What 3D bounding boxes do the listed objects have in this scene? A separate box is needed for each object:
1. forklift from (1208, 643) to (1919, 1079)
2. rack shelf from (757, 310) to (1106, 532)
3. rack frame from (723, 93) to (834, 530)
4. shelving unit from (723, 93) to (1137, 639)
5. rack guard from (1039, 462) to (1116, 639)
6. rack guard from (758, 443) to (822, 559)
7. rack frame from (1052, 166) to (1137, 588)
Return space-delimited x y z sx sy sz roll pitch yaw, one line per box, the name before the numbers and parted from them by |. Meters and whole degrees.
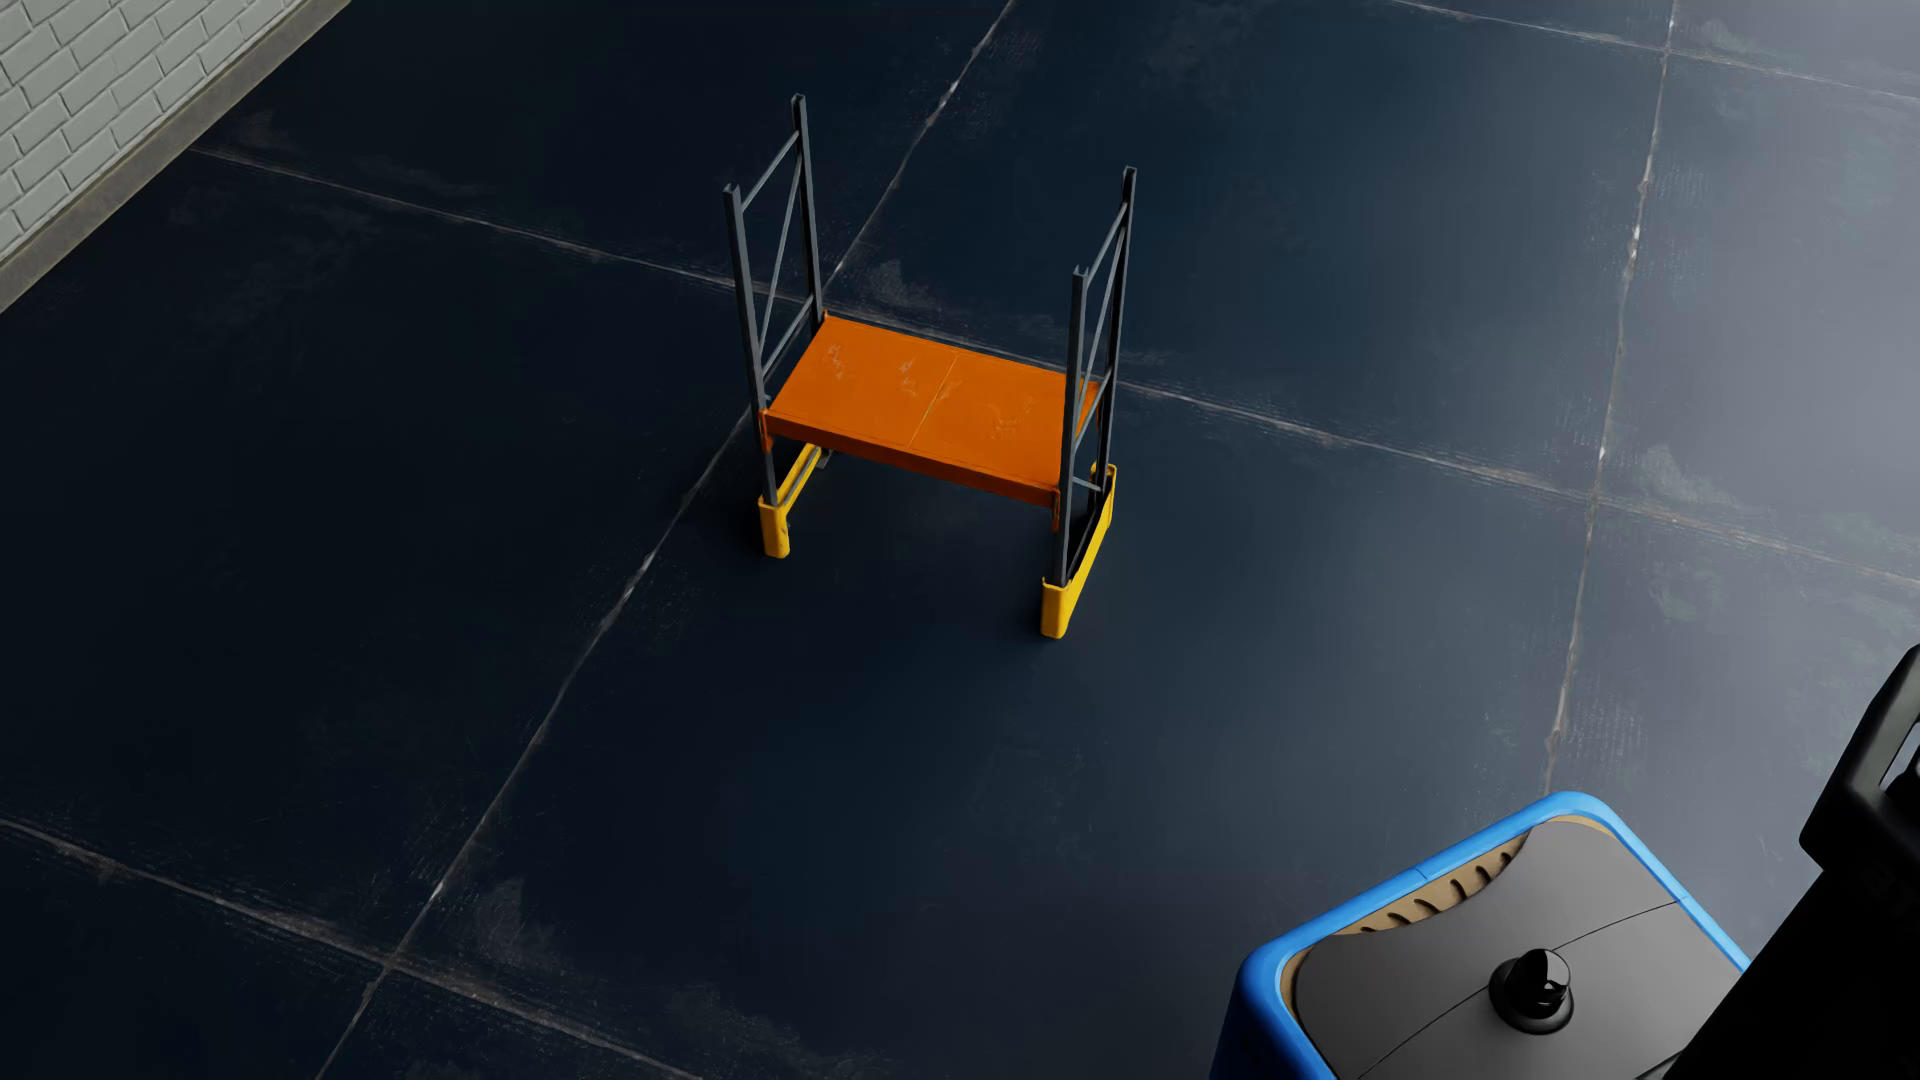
forklift | 1.716 1.458 2.547 1.130 2.935 3.031 -22 53 -18
rack shelf | -0.080 -0.396 5.339 1.000 0.185 0.538 16 51 13
rack frame | -0.557 -0.647 5.318 0.032 1.500 0.500 16 51 13
shelving unit | -0.072 -0.511 5.201 1.083 1.500 0.587 16 51 13
rack guard | 0.396 0.029 5.560 0.087 0.250 0.587 16 51 13
rack guard | -0.539 -0.232 5.786 0.087 0.250 0.587 16 51 13
rack frame | 0.397 -0.380 5.087 0.032 1.500 0.500 16 51 13
